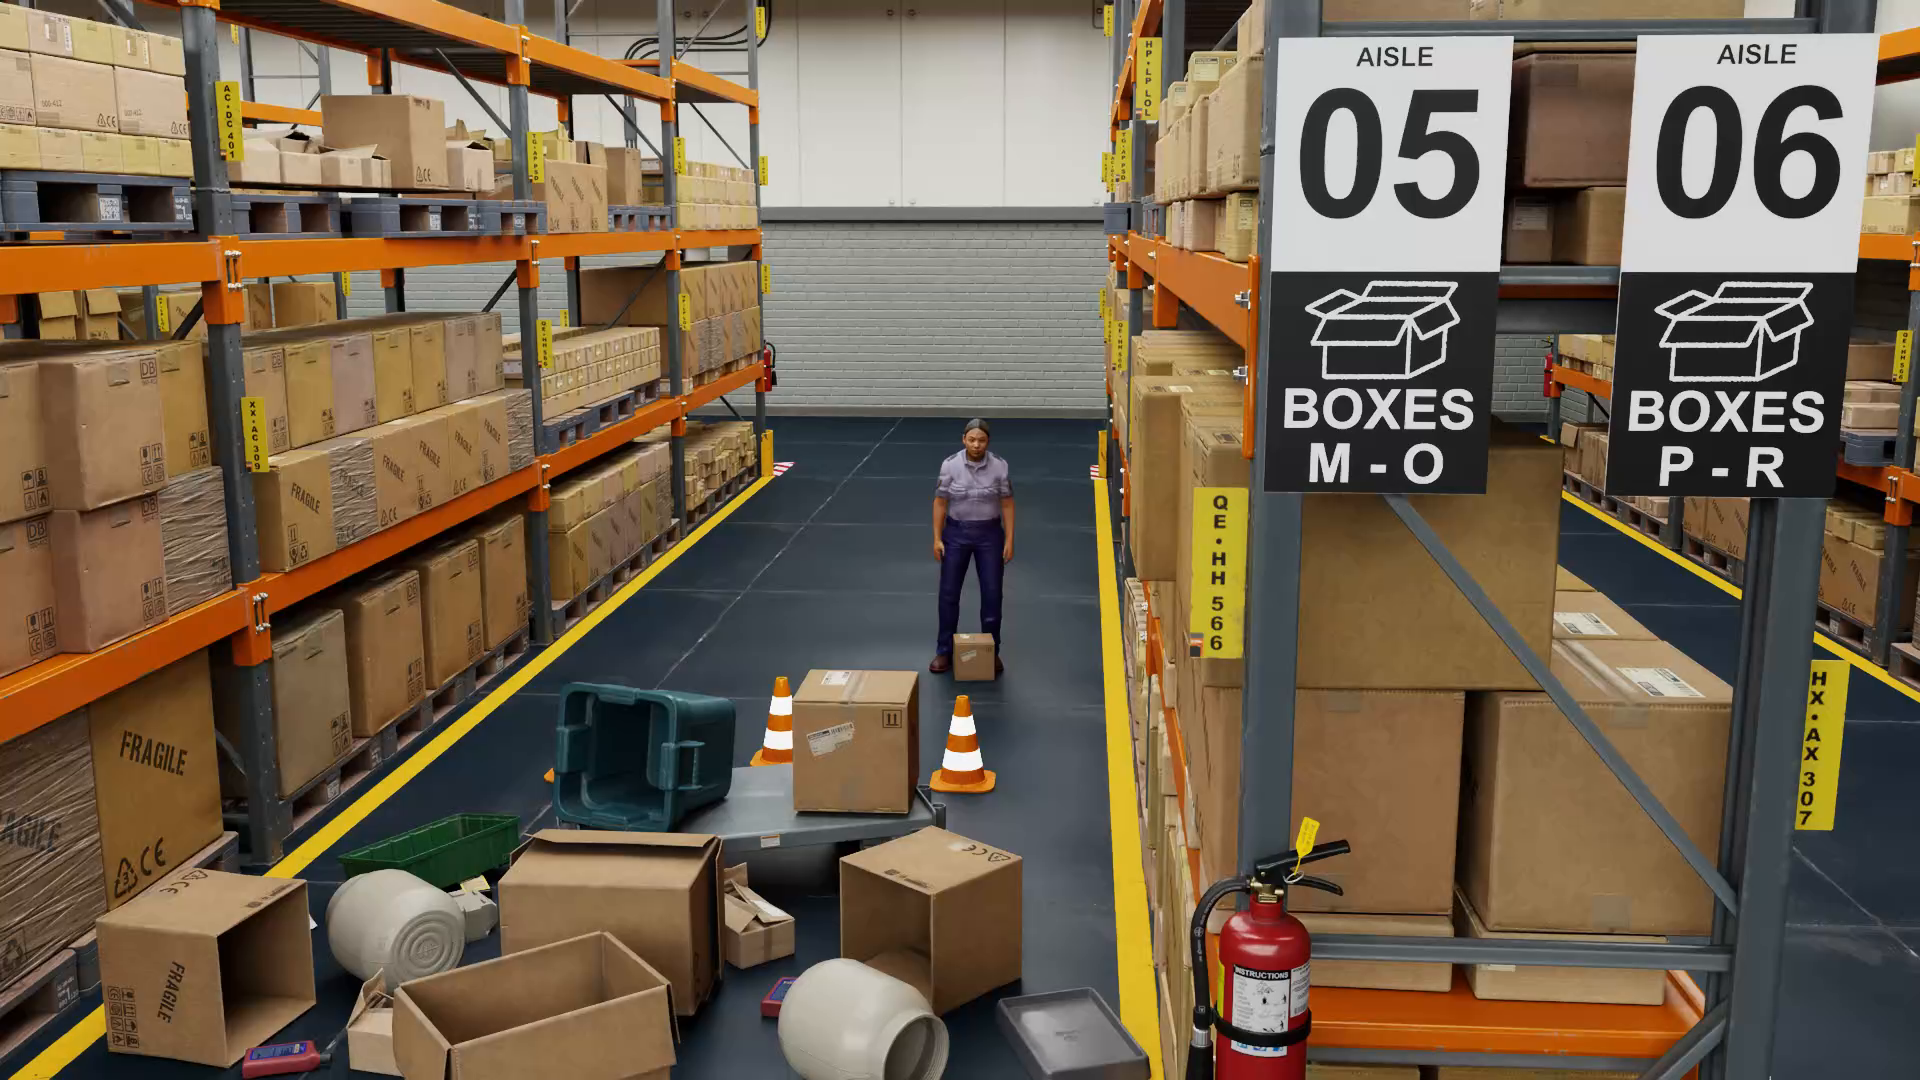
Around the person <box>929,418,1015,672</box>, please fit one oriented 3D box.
[{"bbox_3d":[0.077,0.023,10.831,0.559,1.652,0.365,0,11,0],"label":"person"}]
